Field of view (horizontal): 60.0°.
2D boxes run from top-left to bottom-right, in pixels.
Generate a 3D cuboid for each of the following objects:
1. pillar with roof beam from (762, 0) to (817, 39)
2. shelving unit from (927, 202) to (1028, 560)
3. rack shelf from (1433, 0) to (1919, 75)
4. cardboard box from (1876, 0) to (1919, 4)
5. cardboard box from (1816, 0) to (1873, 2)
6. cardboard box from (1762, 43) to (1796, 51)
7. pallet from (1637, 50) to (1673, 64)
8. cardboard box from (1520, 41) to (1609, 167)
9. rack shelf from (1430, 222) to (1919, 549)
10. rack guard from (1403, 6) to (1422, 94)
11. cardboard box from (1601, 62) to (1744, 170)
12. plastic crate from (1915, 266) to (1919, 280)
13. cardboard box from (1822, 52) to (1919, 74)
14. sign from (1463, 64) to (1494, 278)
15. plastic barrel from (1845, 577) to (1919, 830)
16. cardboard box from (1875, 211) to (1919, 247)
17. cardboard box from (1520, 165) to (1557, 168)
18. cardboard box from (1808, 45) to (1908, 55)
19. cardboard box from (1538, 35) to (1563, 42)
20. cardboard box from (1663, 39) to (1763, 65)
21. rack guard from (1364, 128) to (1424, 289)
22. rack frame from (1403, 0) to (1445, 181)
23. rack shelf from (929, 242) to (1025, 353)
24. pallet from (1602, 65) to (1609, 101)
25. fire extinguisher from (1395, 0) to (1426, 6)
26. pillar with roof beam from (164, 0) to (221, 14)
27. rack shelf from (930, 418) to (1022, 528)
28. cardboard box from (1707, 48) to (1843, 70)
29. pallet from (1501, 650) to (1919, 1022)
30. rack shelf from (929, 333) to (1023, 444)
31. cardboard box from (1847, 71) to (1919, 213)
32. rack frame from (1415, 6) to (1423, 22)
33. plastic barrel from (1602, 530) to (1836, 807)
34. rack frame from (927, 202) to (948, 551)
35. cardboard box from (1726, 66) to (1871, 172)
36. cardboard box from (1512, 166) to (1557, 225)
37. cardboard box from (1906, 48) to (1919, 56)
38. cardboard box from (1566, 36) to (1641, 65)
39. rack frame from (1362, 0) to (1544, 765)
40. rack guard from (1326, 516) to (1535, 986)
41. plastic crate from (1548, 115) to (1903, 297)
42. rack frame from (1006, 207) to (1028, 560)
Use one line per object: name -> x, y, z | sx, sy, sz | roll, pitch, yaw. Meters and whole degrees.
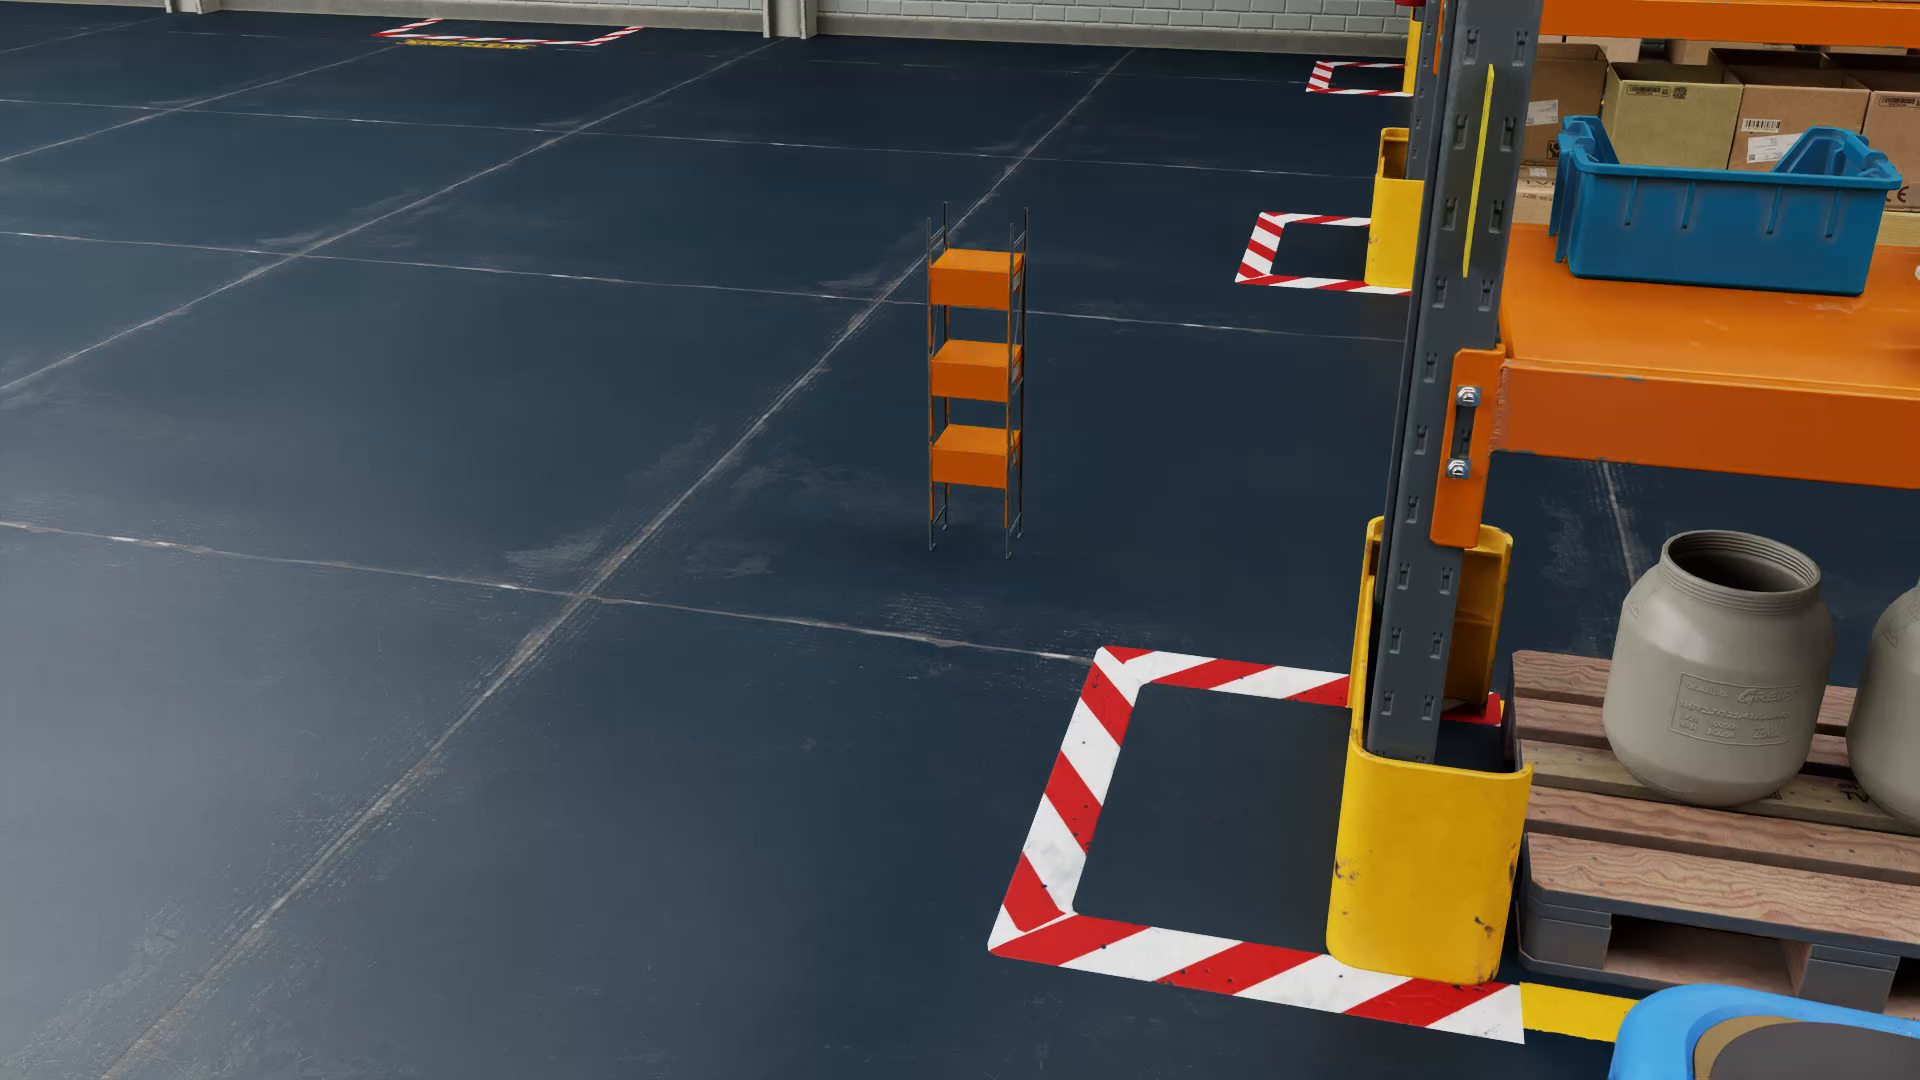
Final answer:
pillar with roof beam -> -2.545, -6.666, 8.783 | 0.400, 9.000, 9.100 | 6, 26, 13
shelving unit -> 0.052, -0.468, 5.012 | 0.252, 1.050, 0.215 | 6, 26, 13
rack shelf -> 4.152, -2.220, 7.261 | 4.000, 0.370, 1.077 | 6, 26, 13
cardboard box -> 4.164, -2.584, 7.072 | 0.500, 0.500, 0.700 | 7, 26, 15
cardboard box -> 3.653, -2.639, 7.188 | 0.500, 0.500, 0.700 | 6, 26, 13
cardboard box -> 5.775, -3.485, 11.884 | 0.250, 0.149, 0.380 | 4, 26, 9
pallet -> 5.474, -3.321, 11.981 | 1.213, 0.211, 1.003 | 6, 26, 13
cardboard box -> 2.808, -2.112, 8.035 | 0.500, 0.500, 0.500 | 6, 26, 13
rack shelf -> 2.914, -0.158, 2.930 | 4.000, 0.370, 1.077 | 6, 26, 13
rack guard -> 3.518, -3.685, 12.409 | 0.348, 0.500, 1.175 | 6, 26, 13
cardboard box -> 3.163, -1.843, 7.470 | 0.500, 0.500, 0.500 | 6, 26, 13
plastic crate -> 1.764, -0.349, 2.799 | 0.250, 0.136, 0.298 | 6, 26, 13
cardboard box -> 4.264, -1.957, 7.709 | 0.500, 0.500, 0.500 | 6, 26, 13
sign -> 0.836, -0.594, 2.686 | 0.005, 0.325, 0.100 | 6, 26, 13
plastic barrel -> 2.119, 0.329, 3.476 | 0.421, 0.512, 0.421 | 0, 25, 0
cardboard box -> 4.131, -1.396, 7.403 | 0.500, 0.250, 0.500 | 6, 26, 13
cardboard box -> 2.808, -1.773, 8.194 | 0.500, 0.250, 0.500 | 6, 26, 13
cardboard box -> 6.304, -3.558, 11.630 | 0.500, 0.500, 0.500 | 4, 26, 9
cardboard box -> 4.093, -3.695, 12.138 | 0.500, 0.311, 0.500 | 3, 26, 7
cardboard box -> 5.343, -3.620, 11.760 | 0.500, 0.500, 0.700 | 5, 26, 10
rack guard -> 2.192, -1.633, 8.099 | 0.348, 0.500, 1.175 | 6, 26, 13
rack frame -> 2.215, -2.759, 7.556 | 0.127, 3.000, 1.000 | 6, 26, 13
rack shelf -> 0.052, -0.715, 4.895 | 0.240, 0.259, 0.215 | 6, 26, 13
pallet -> 4.296, -3.453, 12.257 | 1.213, 0.211, 1.003 | 6, 26, 13
fire extinguisher -> 2.216, -2.930, 8.005 | 0.183, 0.674, 0.296 | 6, 26, 13
pillar with roof beam -> -8.356, -7.308, 10.132 | 0.400, 9.000, 9.100 | 6, 26, 13
rack shelf -> 0.052, -0.208, 5.136 | 0.240, 0.259, 0.215 | 6, 26, 13
cardboard box -> 3.780, -2.011, 7.823 | 0.500, 0.500, 0.500 | 6, 26, 13
pallet -> 1.848, 0.639, 3.661 | 1.213, 0.211, 1.003 | 6, 26, 13
rack shelf -> 0.052, -0.459, 5.017 | 0.240, 0.259, 0.215 | 6, 26, 13
cardboard box -> 4.131, -1.734, 7.241 | 0.500, 0.500, 0.500 | 6, 26, 13
rack frame -> 3.445, -4.822, 11.888 | 0.127, 3.000, 1.000 | 6, 26, 13
plastic barrel -> 1.634, 0.275, 3.589 | 0.421, 0.512, 0.421 | 0, 25, 0
rack frame -> -0.066, -0.481, 5.040 | 0.008, 1.050, 0.200 | 6, 26, 13
cardboard box -> 3.651, -1.795, 7.368 | 0.500, 0.500, 0.500 | 6, 26, 13
cardboard box -> 2.679, -1.557, 7.742 | 0.500, 0.250, 0.500 | 6, 26, 13
cardboard box -> 6.793, -3.358, 11.597 | 0.250, 0.166, 0.380 | 3, 26, 6
cardboard box -> 4.645, -3.634, 12.009 | 0.500, 0.311, 0.500 | 9, 27, 17
rack frame -> 0.978, -0.697, 3.225 | 0.127, 3.000, 1.000 | 6, 26, 13
rack guard -> 1.063, 0.420, 3.787 | 0.348, 0.500, 1.175 | 6, 26, 13
plastic crate -> 1.537, -0.701, 3.406 | 0.616, 0.251, 0.499 | 6, 26, 13
rack frame -> 0.170, -0.455, 4.985 | 0.008, 1.050, 0.200 | 6, 26, 13
